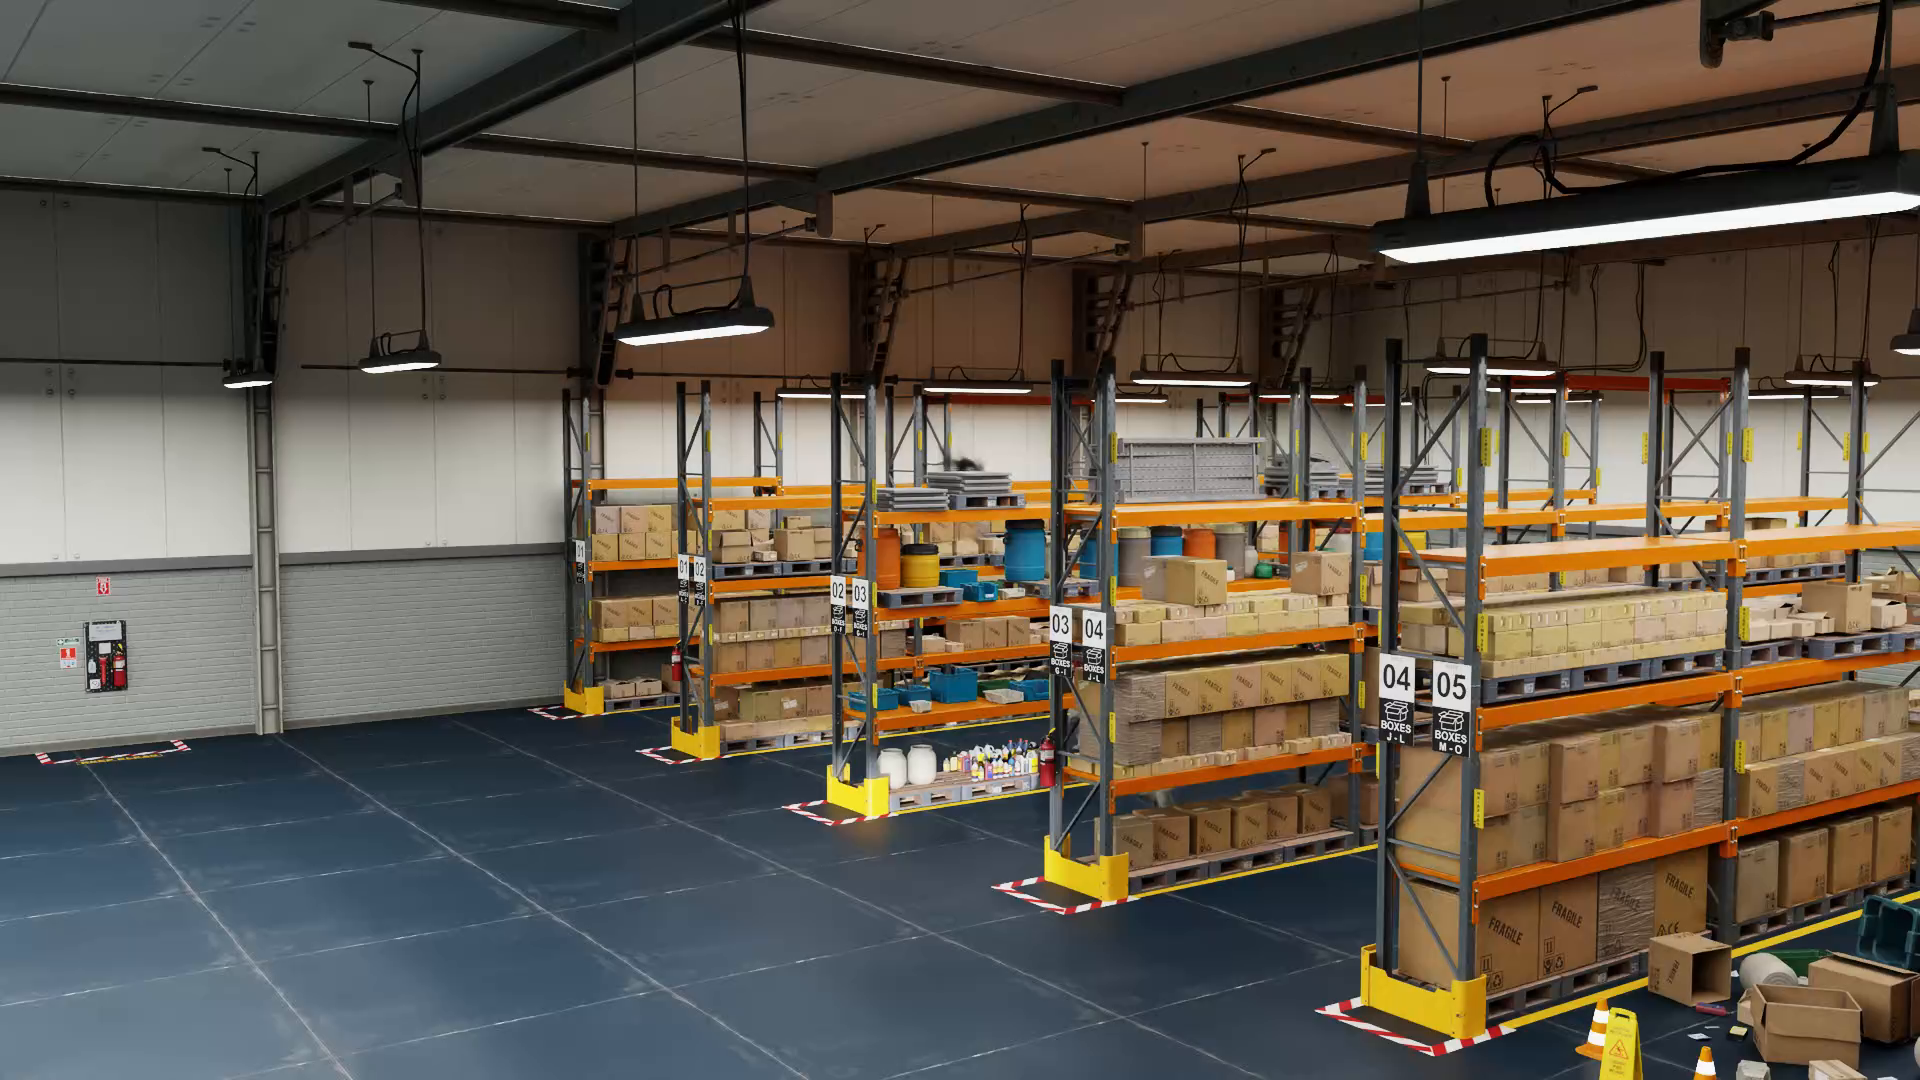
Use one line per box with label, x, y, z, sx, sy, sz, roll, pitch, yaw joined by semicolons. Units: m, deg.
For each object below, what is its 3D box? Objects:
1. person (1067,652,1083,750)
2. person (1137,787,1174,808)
person;1.920;2.544;27.013;0.592;1.738;0.682;-3;4;-34
person;2.562;2.908;21.562;0.602;1.729;0.651;-3;5;-41
